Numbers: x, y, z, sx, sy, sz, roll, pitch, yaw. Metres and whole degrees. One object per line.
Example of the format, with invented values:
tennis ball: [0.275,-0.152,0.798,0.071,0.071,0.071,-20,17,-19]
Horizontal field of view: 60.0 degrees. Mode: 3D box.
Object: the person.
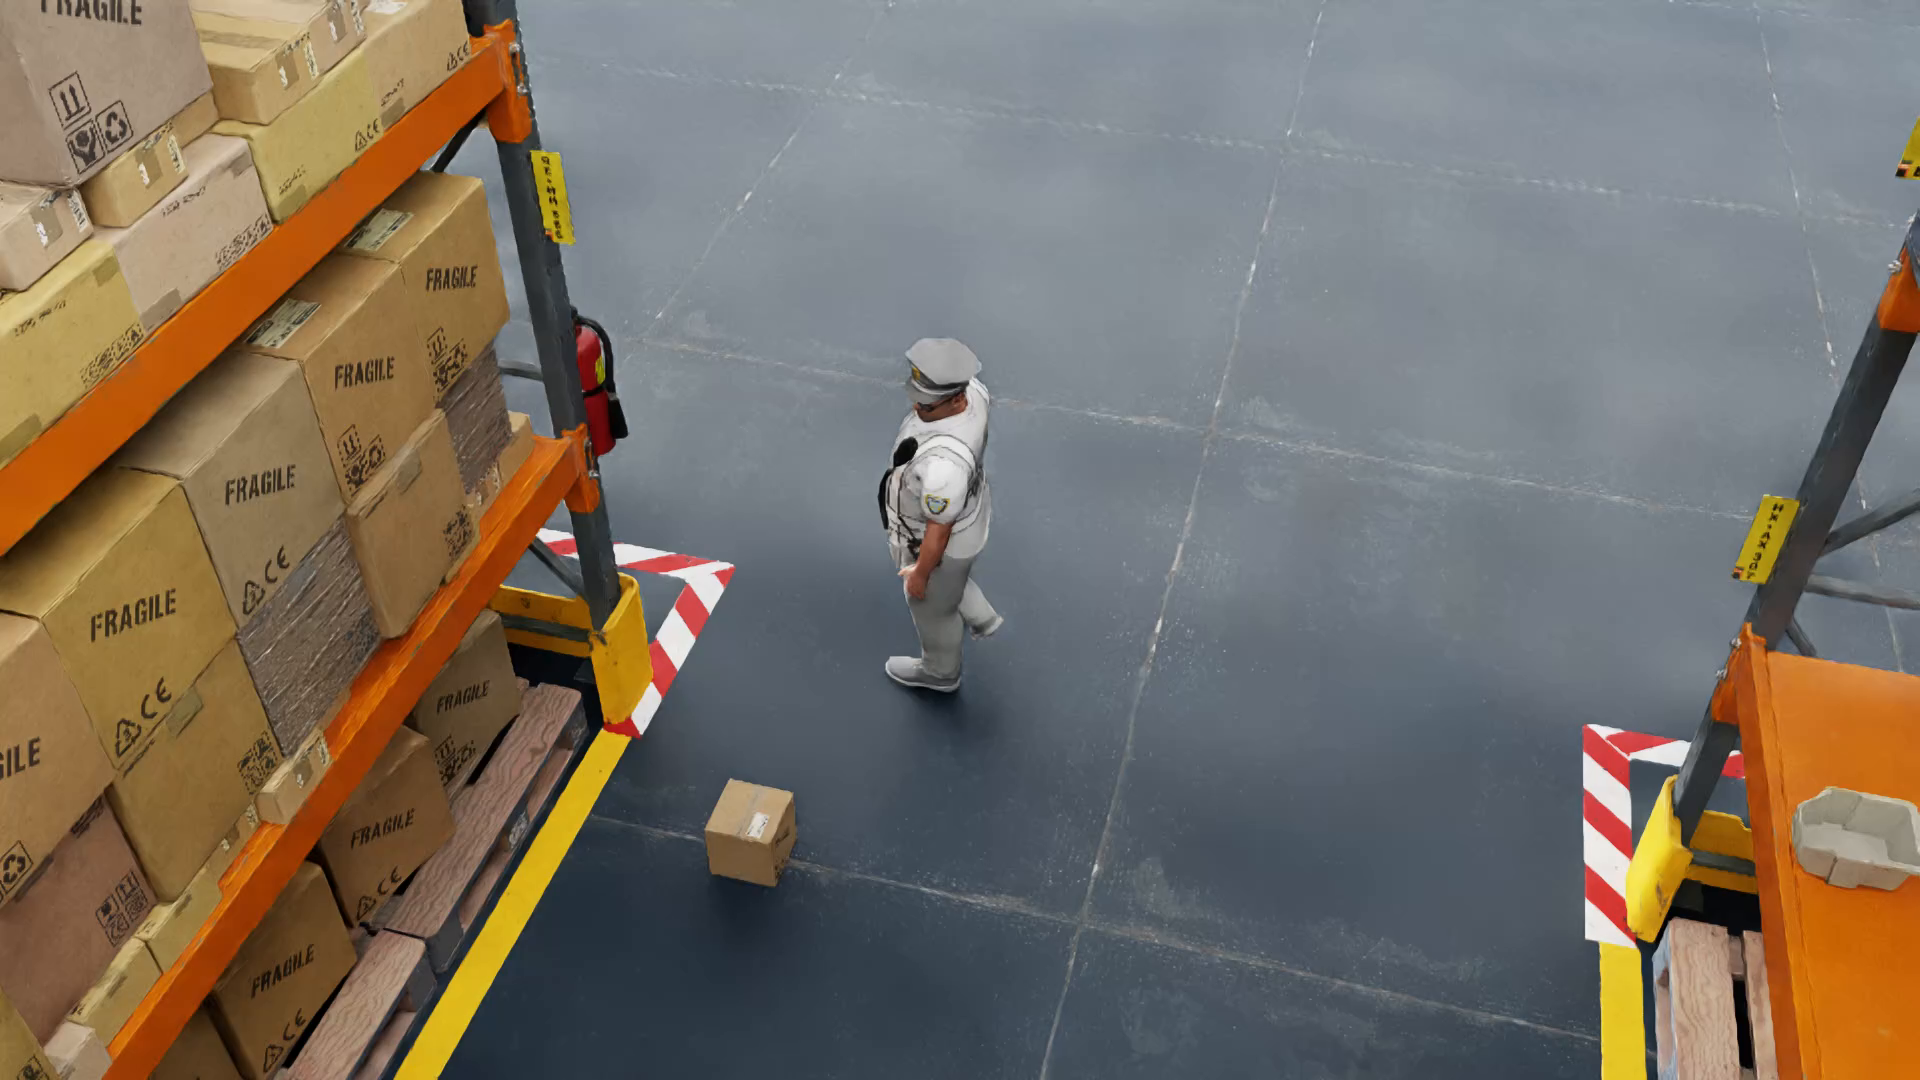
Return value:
person: [-0.080,-0.060,6.218,0.476,1.748,0.690,5,41,6]
